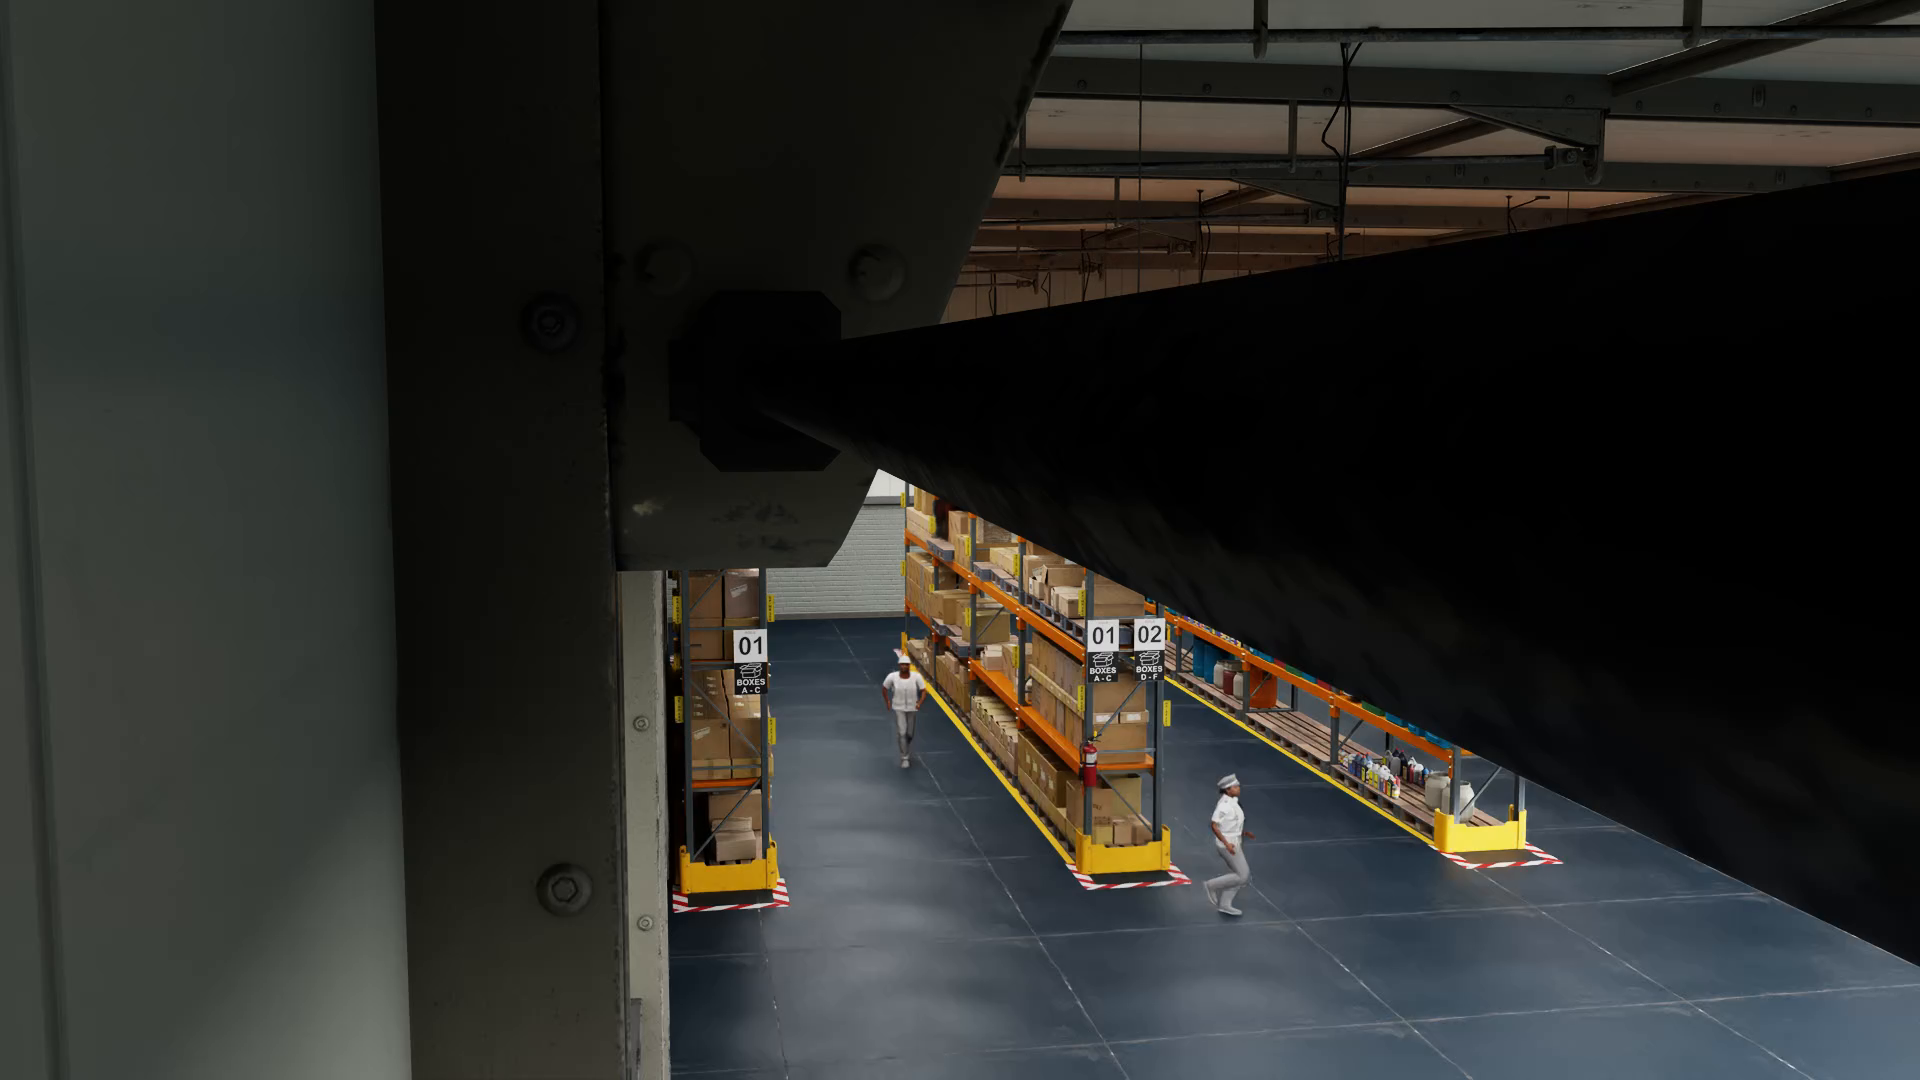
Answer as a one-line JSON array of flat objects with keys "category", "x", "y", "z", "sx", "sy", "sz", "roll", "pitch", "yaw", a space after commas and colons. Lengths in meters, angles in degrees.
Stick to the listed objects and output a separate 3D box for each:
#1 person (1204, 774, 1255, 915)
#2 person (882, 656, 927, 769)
[{"category": "person", "x": 3.130, "y": 3.522, "z": 19.261, "sx": 0.560, "sy": 1.663, "sz": 0.577, "roll": 2, "pitch": 6, "yaw": 18}, {"category": "person", "x": -0.882, "y": 2.712, "z": 26.628, "sx": 0.711, "sy": 1.762, "sz": 0.872, "roll": -1, "pitch": 6, "yaw": -10}]
